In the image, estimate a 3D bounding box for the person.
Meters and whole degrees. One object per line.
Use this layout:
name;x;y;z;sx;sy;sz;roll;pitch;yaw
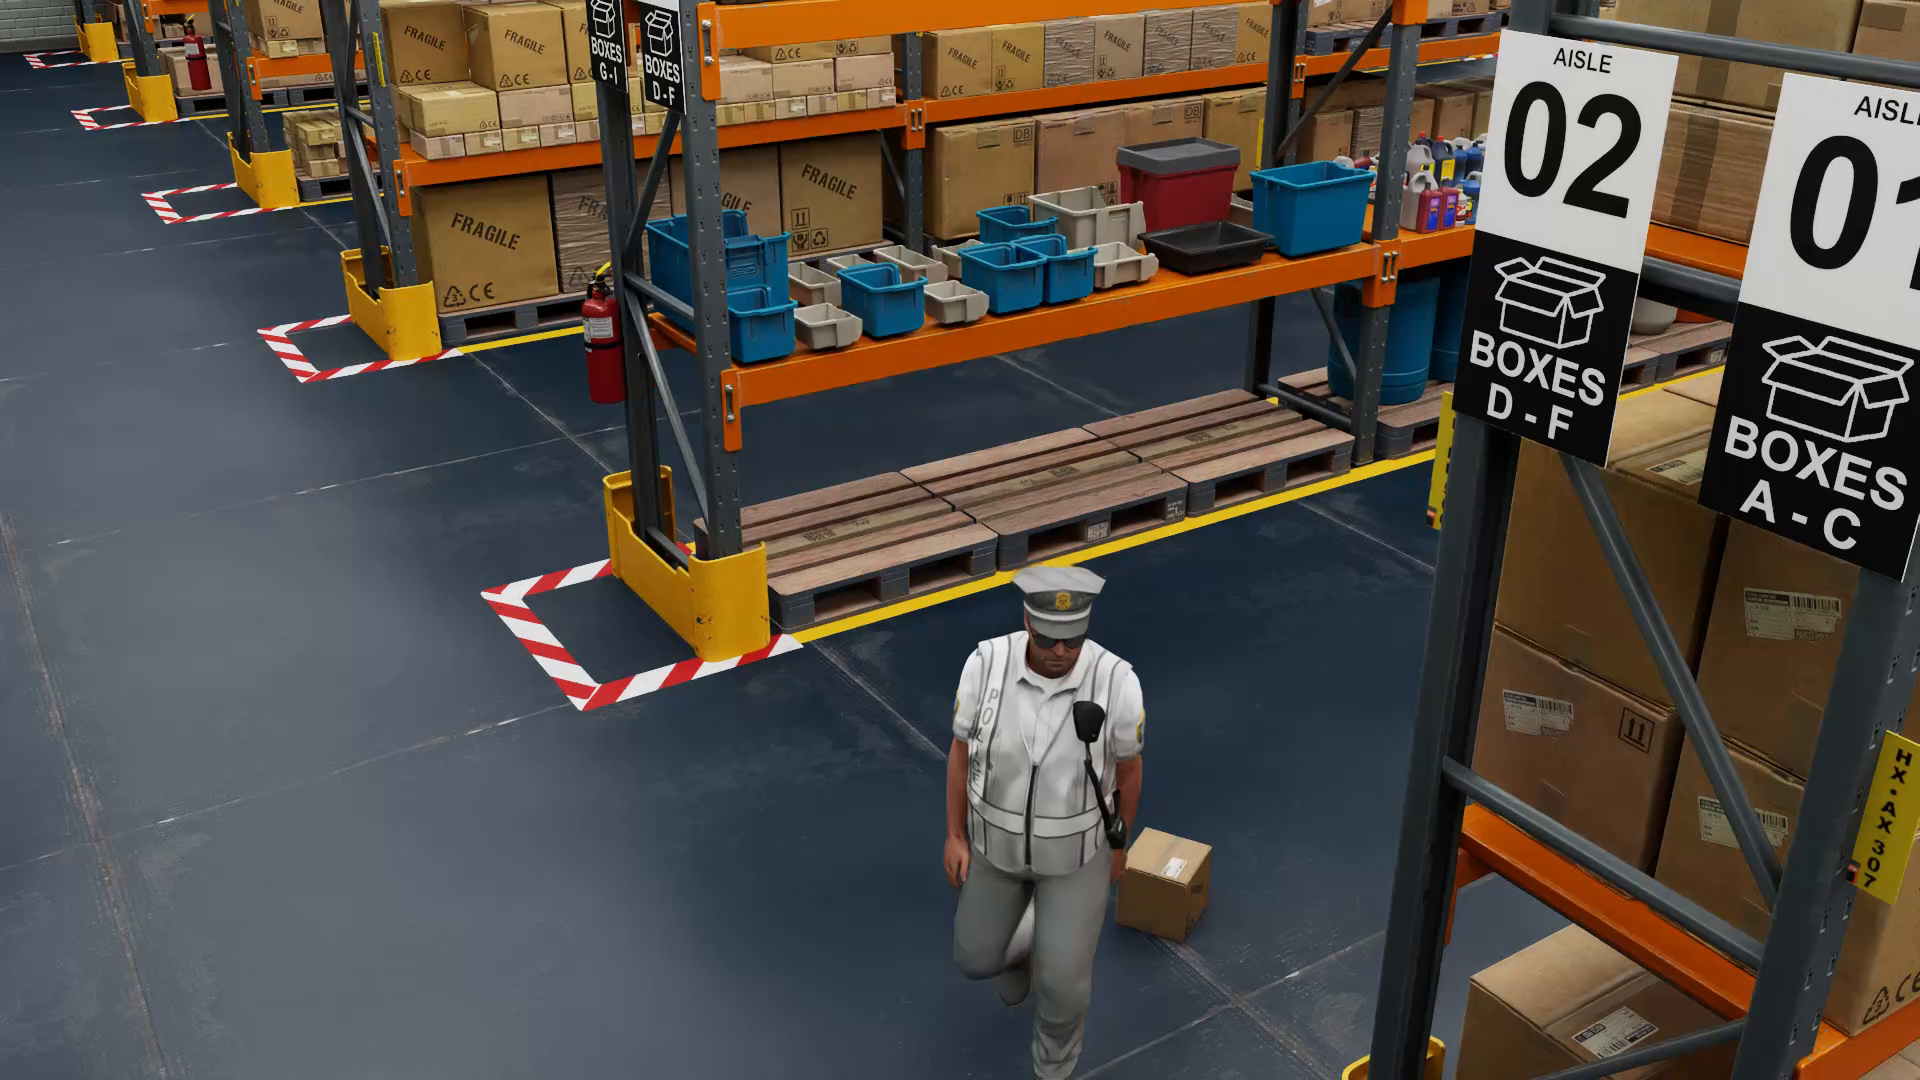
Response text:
person;0.239;0.825;4.770;0.550;1.725;0.703;6;26;12
